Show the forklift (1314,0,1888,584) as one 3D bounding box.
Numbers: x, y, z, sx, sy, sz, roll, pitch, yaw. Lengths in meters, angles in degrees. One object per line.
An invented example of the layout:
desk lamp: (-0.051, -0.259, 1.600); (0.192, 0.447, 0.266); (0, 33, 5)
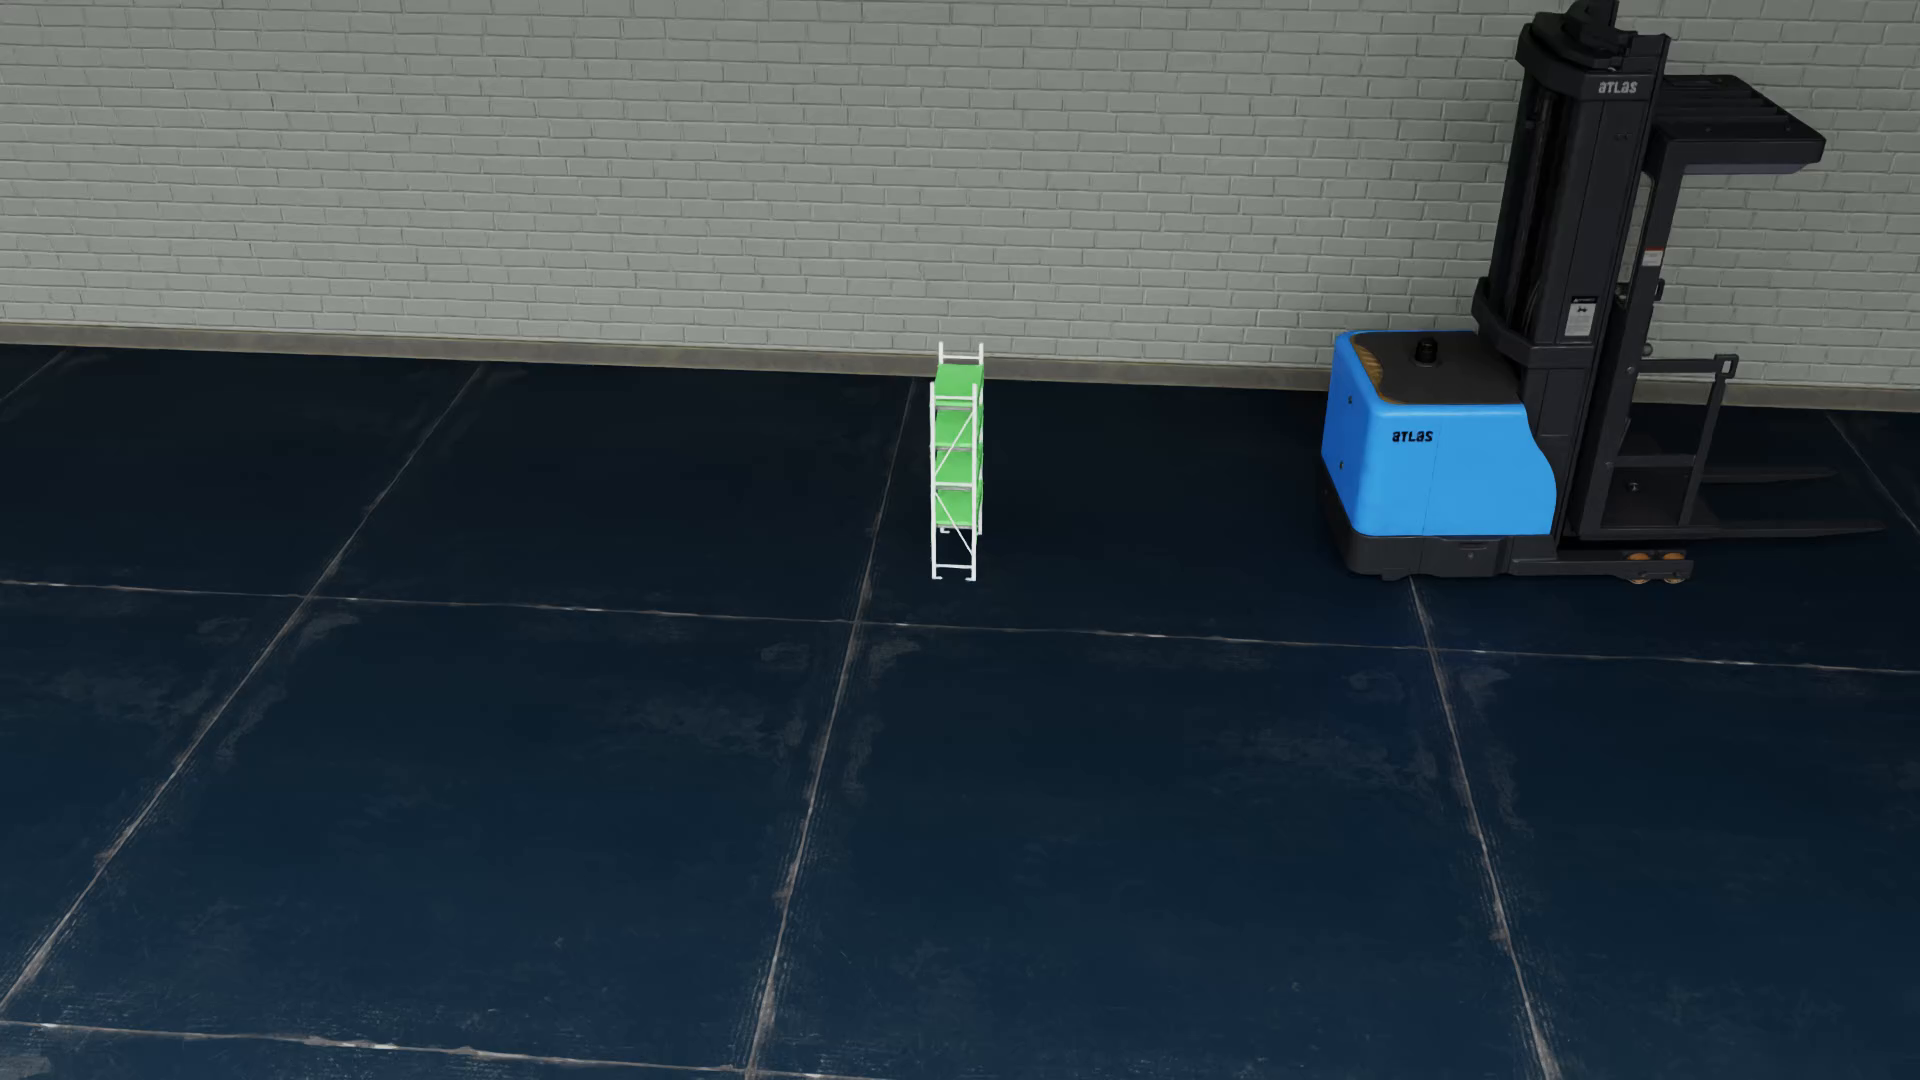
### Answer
forklift: (3.630, -1.287, 8.824); (3.031, 2.935, 1.130); (-1, 32, -1)

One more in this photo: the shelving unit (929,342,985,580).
shelving unit: (-0.013, -0.424, 9.075); (0.258, 1.200, 0.503); (2, 32, 4)

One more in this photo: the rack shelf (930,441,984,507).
rack shelf: (-0.013, -0.370, 9.109); (0.258, 0.148, 0.480); (2, 32, 4)

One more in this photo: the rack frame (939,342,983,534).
rack frame: (0.006, -0.552, 9.282); (0.240, 1.200, 0.015); (2, 32, 4)

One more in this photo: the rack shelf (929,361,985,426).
rack shelf: (-0.013, -0.778, 8.857); (0.258, 0.148, 0.480); (2, 32, 4)

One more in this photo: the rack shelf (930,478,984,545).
rack shelf: (-0.013, -0.166, 9.234); (0.258, 0.148, 0.480); (2, 32, 4)

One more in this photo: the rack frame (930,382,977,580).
rack frame: (-0.033, -0.297, 8.868); (0.240, 1.200, 0.015); (2, 32, 4)

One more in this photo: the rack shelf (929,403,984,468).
rack shelf: (-0.013, -0.574, 8.983); (0.258, 0.148, 0.480); (2, 32, 4)
